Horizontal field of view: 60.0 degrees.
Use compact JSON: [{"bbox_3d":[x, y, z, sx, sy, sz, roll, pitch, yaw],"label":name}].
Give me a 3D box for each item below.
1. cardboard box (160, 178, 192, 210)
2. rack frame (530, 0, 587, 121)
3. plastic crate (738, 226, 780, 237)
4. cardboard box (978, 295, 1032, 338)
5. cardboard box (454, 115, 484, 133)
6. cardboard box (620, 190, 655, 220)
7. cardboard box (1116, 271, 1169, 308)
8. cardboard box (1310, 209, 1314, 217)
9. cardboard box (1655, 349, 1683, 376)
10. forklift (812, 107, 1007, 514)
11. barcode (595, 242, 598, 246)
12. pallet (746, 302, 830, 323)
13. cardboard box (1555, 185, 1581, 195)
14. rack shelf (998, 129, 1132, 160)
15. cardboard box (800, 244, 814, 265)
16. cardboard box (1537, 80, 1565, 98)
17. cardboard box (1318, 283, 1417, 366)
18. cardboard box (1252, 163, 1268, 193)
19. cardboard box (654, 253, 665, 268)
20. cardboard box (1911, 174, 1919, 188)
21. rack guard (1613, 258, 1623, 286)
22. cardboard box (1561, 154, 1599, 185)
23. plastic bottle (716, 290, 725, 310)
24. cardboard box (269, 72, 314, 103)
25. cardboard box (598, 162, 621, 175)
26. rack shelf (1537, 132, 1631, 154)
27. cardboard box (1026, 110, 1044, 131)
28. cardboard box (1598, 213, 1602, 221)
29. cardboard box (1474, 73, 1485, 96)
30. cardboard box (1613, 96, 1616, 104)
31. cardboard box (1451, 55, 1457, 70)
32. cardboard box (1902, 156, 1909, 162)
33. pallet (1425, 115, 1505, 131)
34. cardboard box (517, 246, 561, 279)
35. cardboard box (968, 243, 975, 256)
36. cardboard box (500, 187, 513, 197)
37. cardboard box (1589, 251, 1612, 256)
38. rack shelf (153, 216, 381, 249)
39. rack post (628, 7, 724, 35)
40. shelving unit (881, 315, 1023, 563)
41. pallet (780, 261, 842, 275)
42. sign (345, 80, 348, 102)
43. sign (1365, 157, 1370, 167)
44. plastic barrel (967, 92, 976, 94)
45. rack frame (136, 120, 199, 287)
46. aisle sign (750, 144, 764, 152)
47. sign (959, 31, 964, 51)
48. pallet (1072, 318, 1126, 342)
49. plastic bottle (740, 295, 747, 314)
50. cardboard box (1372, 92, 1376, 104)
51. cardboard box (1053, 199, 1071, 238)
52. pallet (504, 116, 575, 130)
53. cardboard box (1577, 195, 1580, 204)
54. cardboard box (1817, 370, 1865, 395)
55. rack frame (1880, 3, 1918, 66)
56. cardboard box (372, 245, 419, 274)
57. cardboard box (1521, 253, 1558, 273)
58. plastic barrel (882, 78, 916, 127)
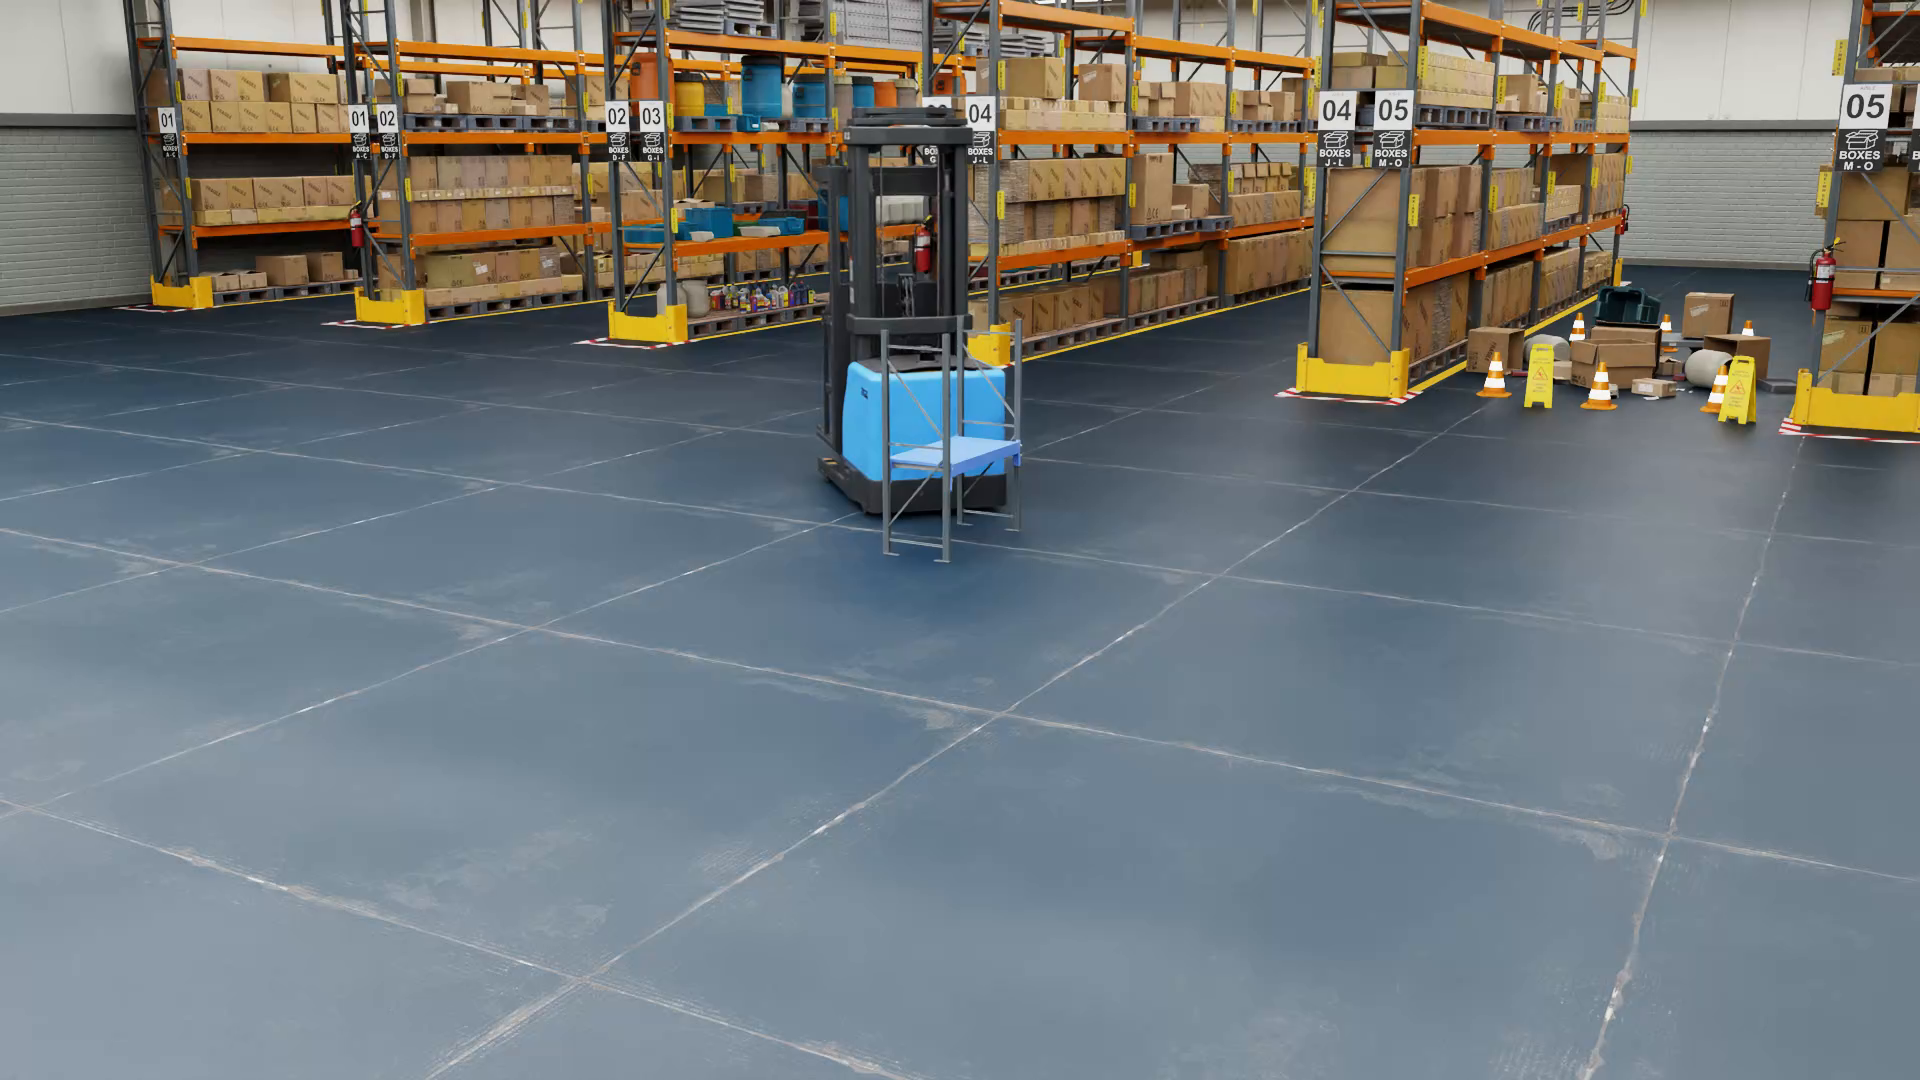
[{"bbox_3d":[-12.956,-5.774,27.763,0.500,0.500,0.500,7,15,27],"label":"cardboard box"},{"bbox_3d":[-6.726,-8.529,27.710,1.000,3.000,0.127,7,15,28],"label":"rack frame"},{"bbox_3d":[-2.954,-4.560,24.612,0.530,0.136,0.437,7,15,28],"label":"plastic crate"},{"bbox_3d":[0.586,-2.910,21.643,0.500,0.500,0.500,13,19,43],"label":"cardboard box"},{"bbox_3d":[-9.838,-8.256,32.717,0.797,0.503,0.637,10,17,36],"label":"cardboard box"},{"bbox_3d":[-5.843,-6.028,29.922,0.500,0.500,0.500,7,15,28],"label":"cardboard box"},{"bbox_3d":[2.777,-3.822,25.382,0.700,0.500,0.500,6,15,23],"label":"cardboard box"},{"bbox_3d":[6.373,-6.085,30.911,0.380,0.149,0.250,7,15,26],"label":"cardboard box"},{"bbox_3d":[8.347,-2.113,19.733,0.258,0.266,0.396,-3,14,-11],"label":"cardboard box"},{"bbox_3d":[-0.540,-1.914,13.219,1.130,2.935,3.031,-4,14,-15],"label":"forklift"},{"bbox_3d":[-6.238,-5.083,28.564,0.001,0.075,0.075,7,15,28],"label":"barcode"},{"bbox_3d":[-2.752,-3.562,25.857,1.003,0.211,1.213,7,15,28],"label":"pallet"},{"bbox_3d":[10.082,-5.815,27.623,0.380,0.149,0.250,8,16,31],"label":"cardboard box"},{"bbox_3d":[0.978,-5.187,21.785,1.077,0.370,4.000,7,15,28],"label":"rack shelf"},{"bbox_3d":[-3.335,-5.915,34.065,0.500,0.500,0.500,8,16,29],"label":"cardboard box"},{"bbox_3d":[8.857,-6.764,24.942,0.396,0.266,0.258,7,15,28],"label":"cardboard box"},{"bbox_3d":[4.574,-2.404,18.742,0.875,0.875,0.875,7,15,28],"label":"cardboard box"},{"bbox_3d":[4.882,-6.266,28.771,0.797,0.503,0.637,8,16,30],"label":"cardboard box"},{"bbox_3d":[-5.566,-5.125,30.164,0.500,0.311,0.500,8,16,30],"label":"cardboard box"},{"bbox_3d":[11.157,-4.136,19.160,0.380,0.149,0.250,7,15,28],"label":"cardboard box"},{"bbox_3d":[12.002,-5.138,31.778,1.175,0.500,0.348,7,15,28],"label":"rack guard"},{"bbox_3d":[10.536,-6.292,28.252,0.500,0.500,0.500,8,16,29],"label":"cardboard box"},{"bbox_3d":[-3.582,-3.586,24.866,0.061,0.283,0.133,7,15,28],"label":"plastic bottle"},{"bbox_3d":[-11.568,-7.820,28.781,0.500,0.500,0.500,7,15,26],"label":"cardboard box"},{"bbox_3d":[-7.700,-8.048,36.027,0.500,0.250,0.500,8,16,29],"label":"cardboard box"},{"bbox_3d":[11.072,-7.067,29.581,1.077,0.370,4.000,7,15,28],"label":"rack shelf"},{"bbox_3d":[0.714,-5.230,20.747,0.500,0.250,0.500,7,15,27],"label":"cardboard box"},{"bbox_3d":[11.122,-5.723,29.406,0.380,0.149,0.250,8,16,30],"label":"cardboard box"},{"bbox_3d":[5.980,-5.455,19.938,0.500,0.250,0.500,7,15,28],"label":"cardboard box"},{"bbox_3d":[11.372,-7.776,29.390,0.380,0.149,0.250,7,15,26],"label":"cardboard box"},{"bbox_3d":[5.359,-5.356,18.673,0.380,0.149,0.250,7,15,27],"label":"cardboard box"},{"bbox_3d":[14.867,-5.893,25.847,0.380,0.149,0.250,7,15,27],"label":"cardboard box"},{"bbox_3d":[6.638,-5.465,21.812,0.805,0.209,1.217,7,15,26],"label":"pallet"},{"bbox_3d":[-7.010,-4.623,27.681,0.500,0.500,0.500,7,15,28],"label":"cardboard box"},{"bbox_3d":[-0.032,-3.628,20.720,0.380,0.149,0.250,7,15,28],"label":"cardboard box"},{"bbox_3d":[-7.410,-5.581,26.686,0.380,0.149,0.250,8,16,30],"label":"cardboard box"},{"bbox_3d":[12.005,-5.339,31.195,0.380,0.149,0.250,8,15,29],"label":"cardboard box"},{"bbox_3d":[-12.031,-5.413,29.121,1.077,0.370,4.000,7,15,28],"label":"rack shelf"},{"bbox_3d":[-3.848,-7.044,22.617,0.937,0.300,0.954,9,16,34],"label":"rack post"},{"bbox_3d":[-0.041,-0.712,11.285,0.538,1.500,1.048,7,15,28],"label":"shelving unit"},{"bbox_3d":[-3.218,-5.727,34.838,1.003,0.211,1.213,7,15,28],"label":"pallet"},{"bbox_3d":[-9.127,-6.706,24.830,0.100,0.325,0.005,7,15,28],"label":"sign"},{"bbox_3d":[8.214,-7.565,33.536,0.100,0.325,0.005,7,15,28],"label":"sign"},{"bbox_3d":[0.268,-7.980,30.649,0.433,0.535,0.433,0,14,0],"label":"plastic barrel"},{"bbox_3d":[-12.997,-5.352,27.334,1.000,3.000,0.127,7,15,28],"label":"rack frame"},{"bbox_3d":[-4.965,-9.879,40.566,0.394,0.787,0.004,7,15,28],"label":"aisle sign"},{"bbox_3d":[0.027,-8.570,28.569,0.100,0.325,0.005,7,15,28],"label":"sign"},{"bbox_3d":[1.651,-2.992,23.493,1.003,0.211,1.213,7,15,28],"label":"pallet"},{"bbox_3d":[-3.176,-3.454,24.343,0.097,0.271,0.097,0,14,0],"label":"plastic bottle"},{"bbox_3d":[4.414,-4.886,18.426,0.380,0.149,0.250,8,16,29],"label":"cardboard box"},{"bbox_3d":[0.969,-4.287,22.066,0.875,0.500,0.500,7,15,28],"label":"cardboard box"},{"bbox_3d":[-7.115,-6.850,27.334,1.003,0.211,1.213,7,15,28],"label":"pallet"},{"bbox_3d":[10.085,-5.671,27.660,0.380,0.149,0.250,8,16,30],"label":"cardboard box"},{"bbox_3d":[8.853,-1.615,16.801,0.500,0.250,0.500,7,15,28],"label":"cardboard box"},{"bbox_3d":[14.487,-7.924,25.202,1.000,3.000,0.127,7,15,28],"label":"rack frame"},{"bbox_3d":[-10.722,-5.324,31.614,0.700,0.500,0.500,8,16,30],"label":"cardboard box"},{"bbox_3d":[8.962,-4.299,25.802,0.500,0.250,0.500,7,15,27],"label":"cardboard box"},{"bbox_3d":[-1.045,-7.429,28.479,0.600,0.901,0.600,0,14,0],"label":"plastic barrel"}]
